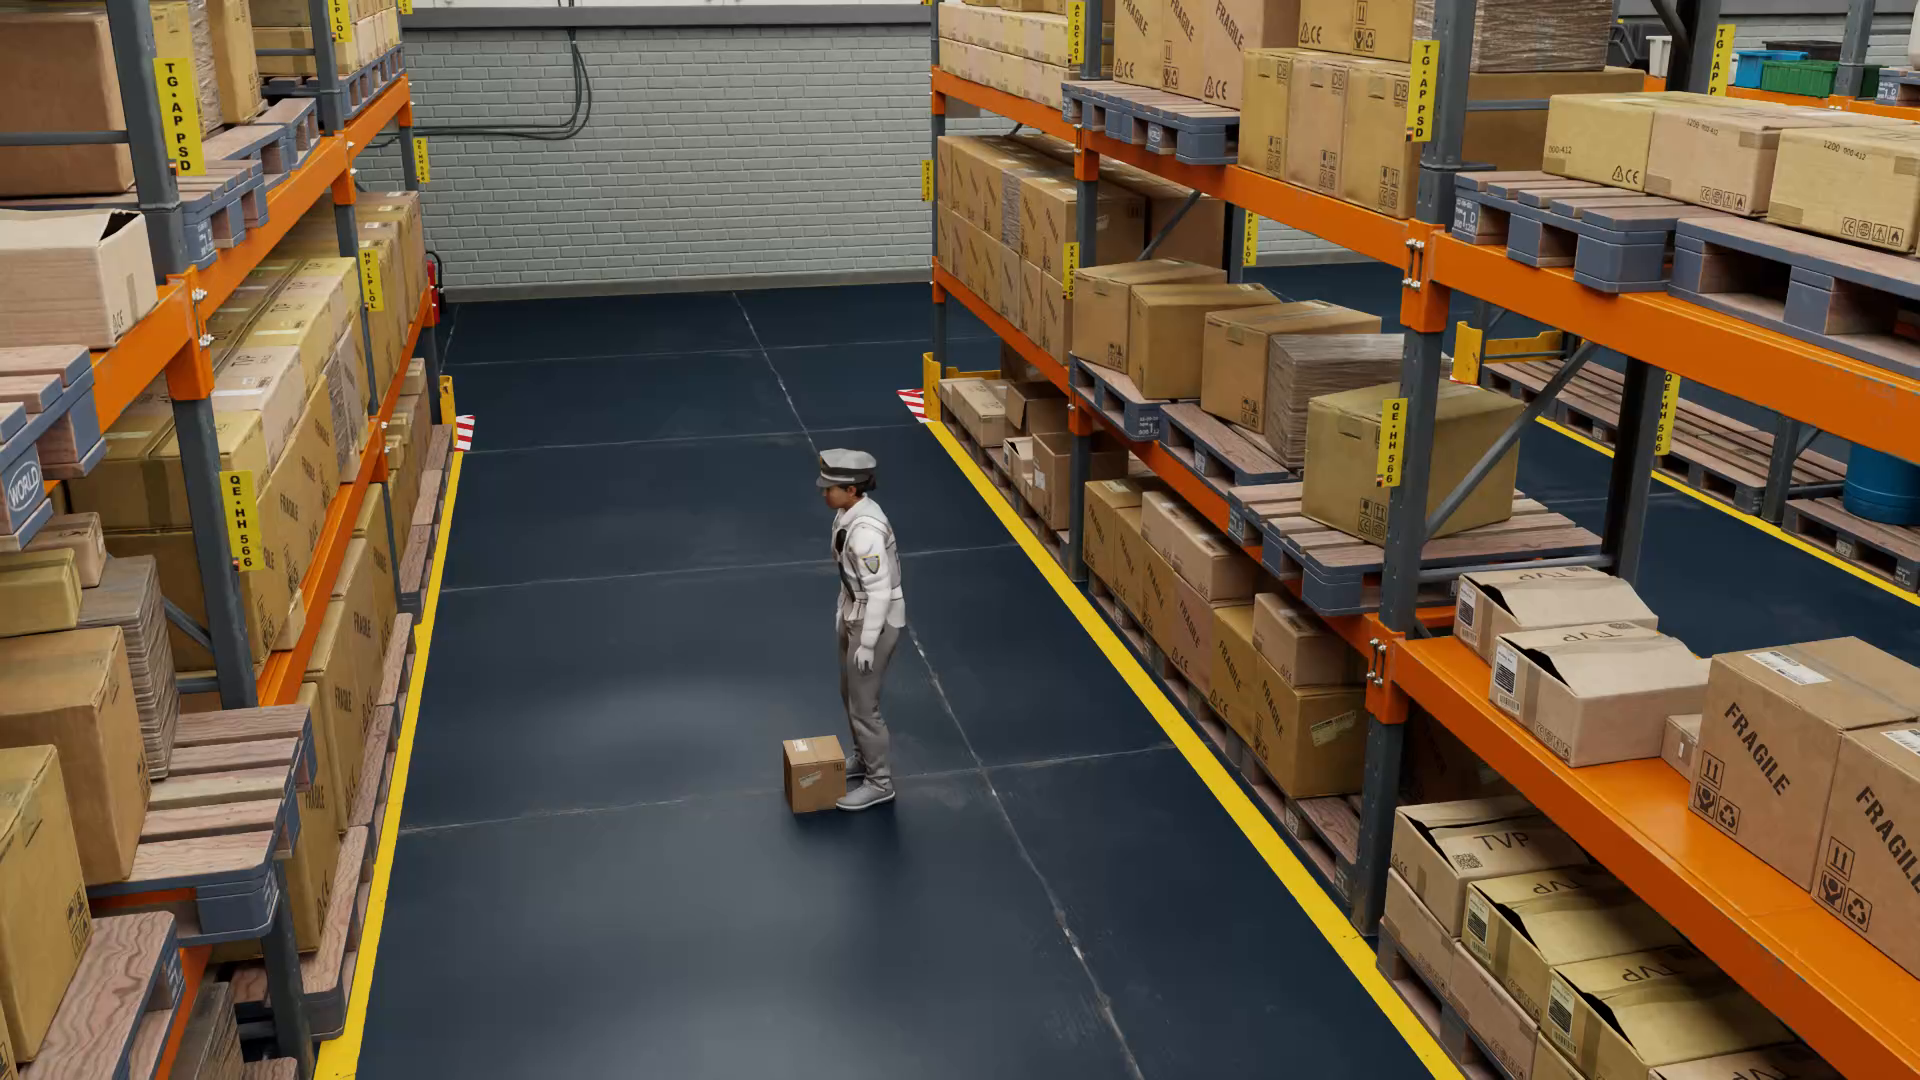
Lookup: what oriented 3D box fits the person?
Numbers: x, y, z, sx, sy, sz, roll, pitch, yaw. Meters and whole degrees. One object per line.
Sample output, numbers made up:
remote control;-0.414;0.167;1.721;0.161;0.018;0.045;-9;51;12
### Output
person;-0.443;0.391;7.476;0.378;1.663;0.529;-5;20;-13
